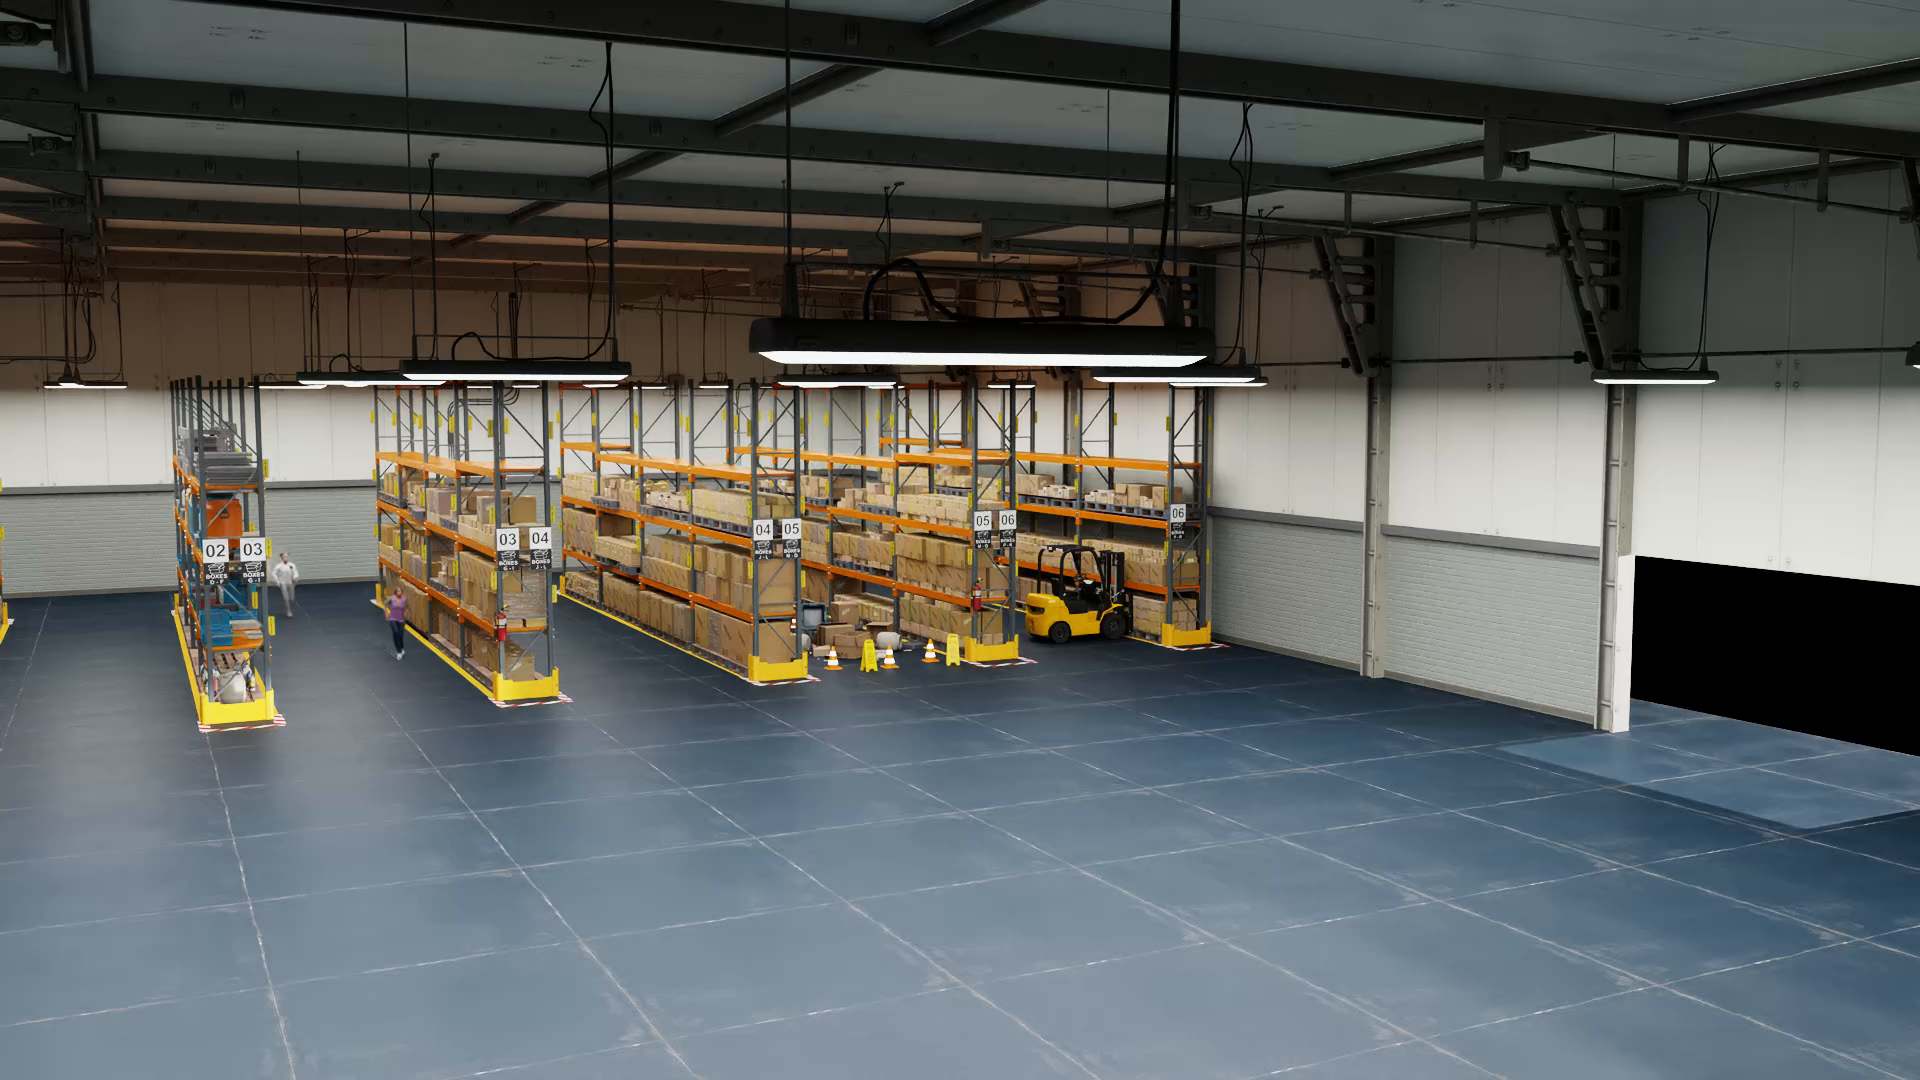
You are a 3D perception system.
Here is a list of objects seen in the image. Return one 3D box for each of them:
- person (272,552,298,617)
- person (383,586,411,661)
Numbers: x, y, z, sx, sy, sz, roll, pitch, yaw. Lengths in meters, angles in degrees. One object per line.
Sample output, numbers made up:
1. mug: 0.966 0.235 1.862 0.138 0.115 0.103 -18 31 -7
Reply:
1. person: -17.190 1.124 42.399 0.613 1.658 0.677 -4 6 -36
2. person: -12.096 1.765 35.773 0.566 1.573 0.841 -3 6 -27
